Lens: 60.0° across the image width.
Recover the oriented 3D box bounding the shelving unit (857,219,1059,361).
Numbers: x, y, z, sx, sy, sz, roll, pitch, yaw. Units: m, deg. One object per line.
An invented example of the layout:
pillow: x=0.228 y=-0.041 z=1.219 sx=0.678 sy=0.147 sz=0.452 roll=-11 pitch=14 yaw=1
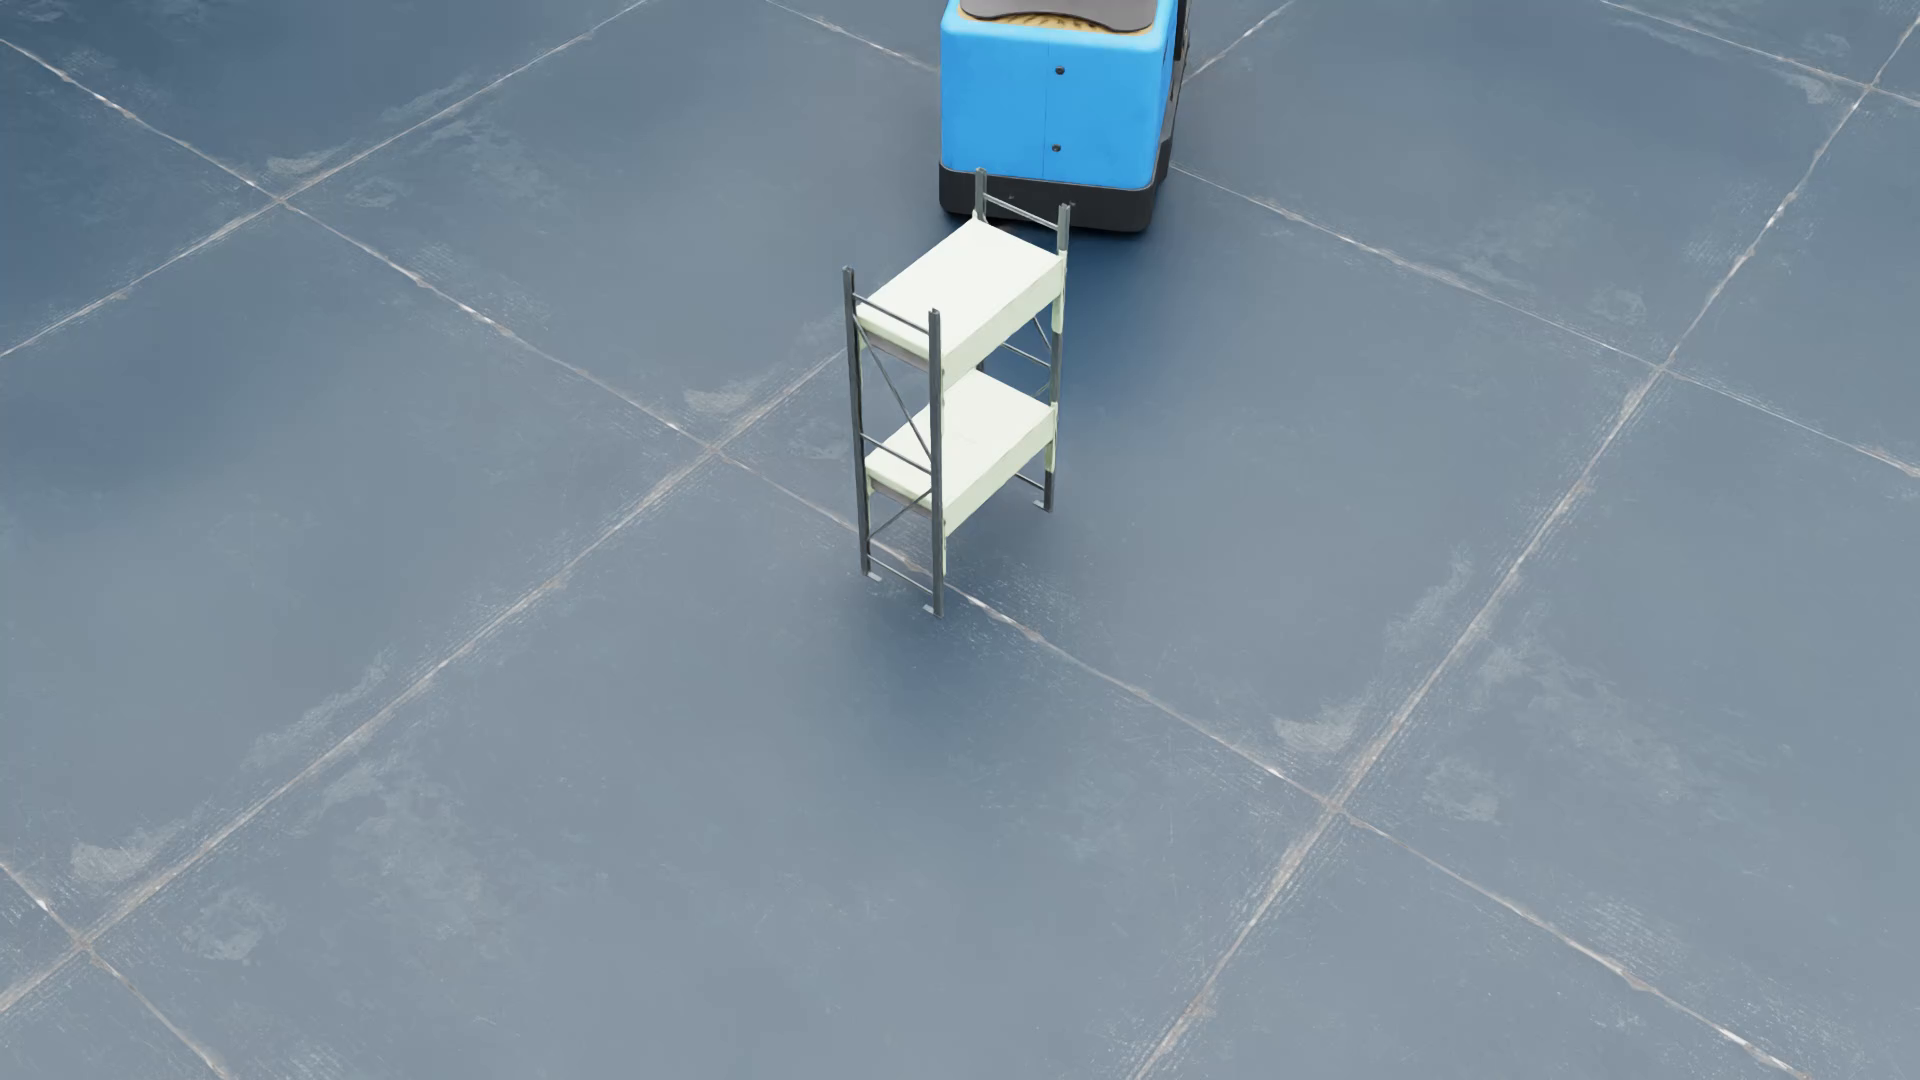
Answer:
shelving unit: x=-0.004 y=-0.876 z=5.825 sx=0.368 sy=0.052 sz=0.686 roll=29 pitch=53 yaw=25

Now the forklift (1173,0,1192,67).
forklift: x=0.760 y=-3.829 z=8.517 sx=1.118 sy=2.733 sz=2.170 roll=8 pitch=47 yaw=7

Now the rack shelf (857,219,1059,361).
rack shelf: x=-0.004 y=-0.876 z=5.825 sx=0.368 sy=0.052 sz=0.686 roll=29 pitch=53 yaw=25
